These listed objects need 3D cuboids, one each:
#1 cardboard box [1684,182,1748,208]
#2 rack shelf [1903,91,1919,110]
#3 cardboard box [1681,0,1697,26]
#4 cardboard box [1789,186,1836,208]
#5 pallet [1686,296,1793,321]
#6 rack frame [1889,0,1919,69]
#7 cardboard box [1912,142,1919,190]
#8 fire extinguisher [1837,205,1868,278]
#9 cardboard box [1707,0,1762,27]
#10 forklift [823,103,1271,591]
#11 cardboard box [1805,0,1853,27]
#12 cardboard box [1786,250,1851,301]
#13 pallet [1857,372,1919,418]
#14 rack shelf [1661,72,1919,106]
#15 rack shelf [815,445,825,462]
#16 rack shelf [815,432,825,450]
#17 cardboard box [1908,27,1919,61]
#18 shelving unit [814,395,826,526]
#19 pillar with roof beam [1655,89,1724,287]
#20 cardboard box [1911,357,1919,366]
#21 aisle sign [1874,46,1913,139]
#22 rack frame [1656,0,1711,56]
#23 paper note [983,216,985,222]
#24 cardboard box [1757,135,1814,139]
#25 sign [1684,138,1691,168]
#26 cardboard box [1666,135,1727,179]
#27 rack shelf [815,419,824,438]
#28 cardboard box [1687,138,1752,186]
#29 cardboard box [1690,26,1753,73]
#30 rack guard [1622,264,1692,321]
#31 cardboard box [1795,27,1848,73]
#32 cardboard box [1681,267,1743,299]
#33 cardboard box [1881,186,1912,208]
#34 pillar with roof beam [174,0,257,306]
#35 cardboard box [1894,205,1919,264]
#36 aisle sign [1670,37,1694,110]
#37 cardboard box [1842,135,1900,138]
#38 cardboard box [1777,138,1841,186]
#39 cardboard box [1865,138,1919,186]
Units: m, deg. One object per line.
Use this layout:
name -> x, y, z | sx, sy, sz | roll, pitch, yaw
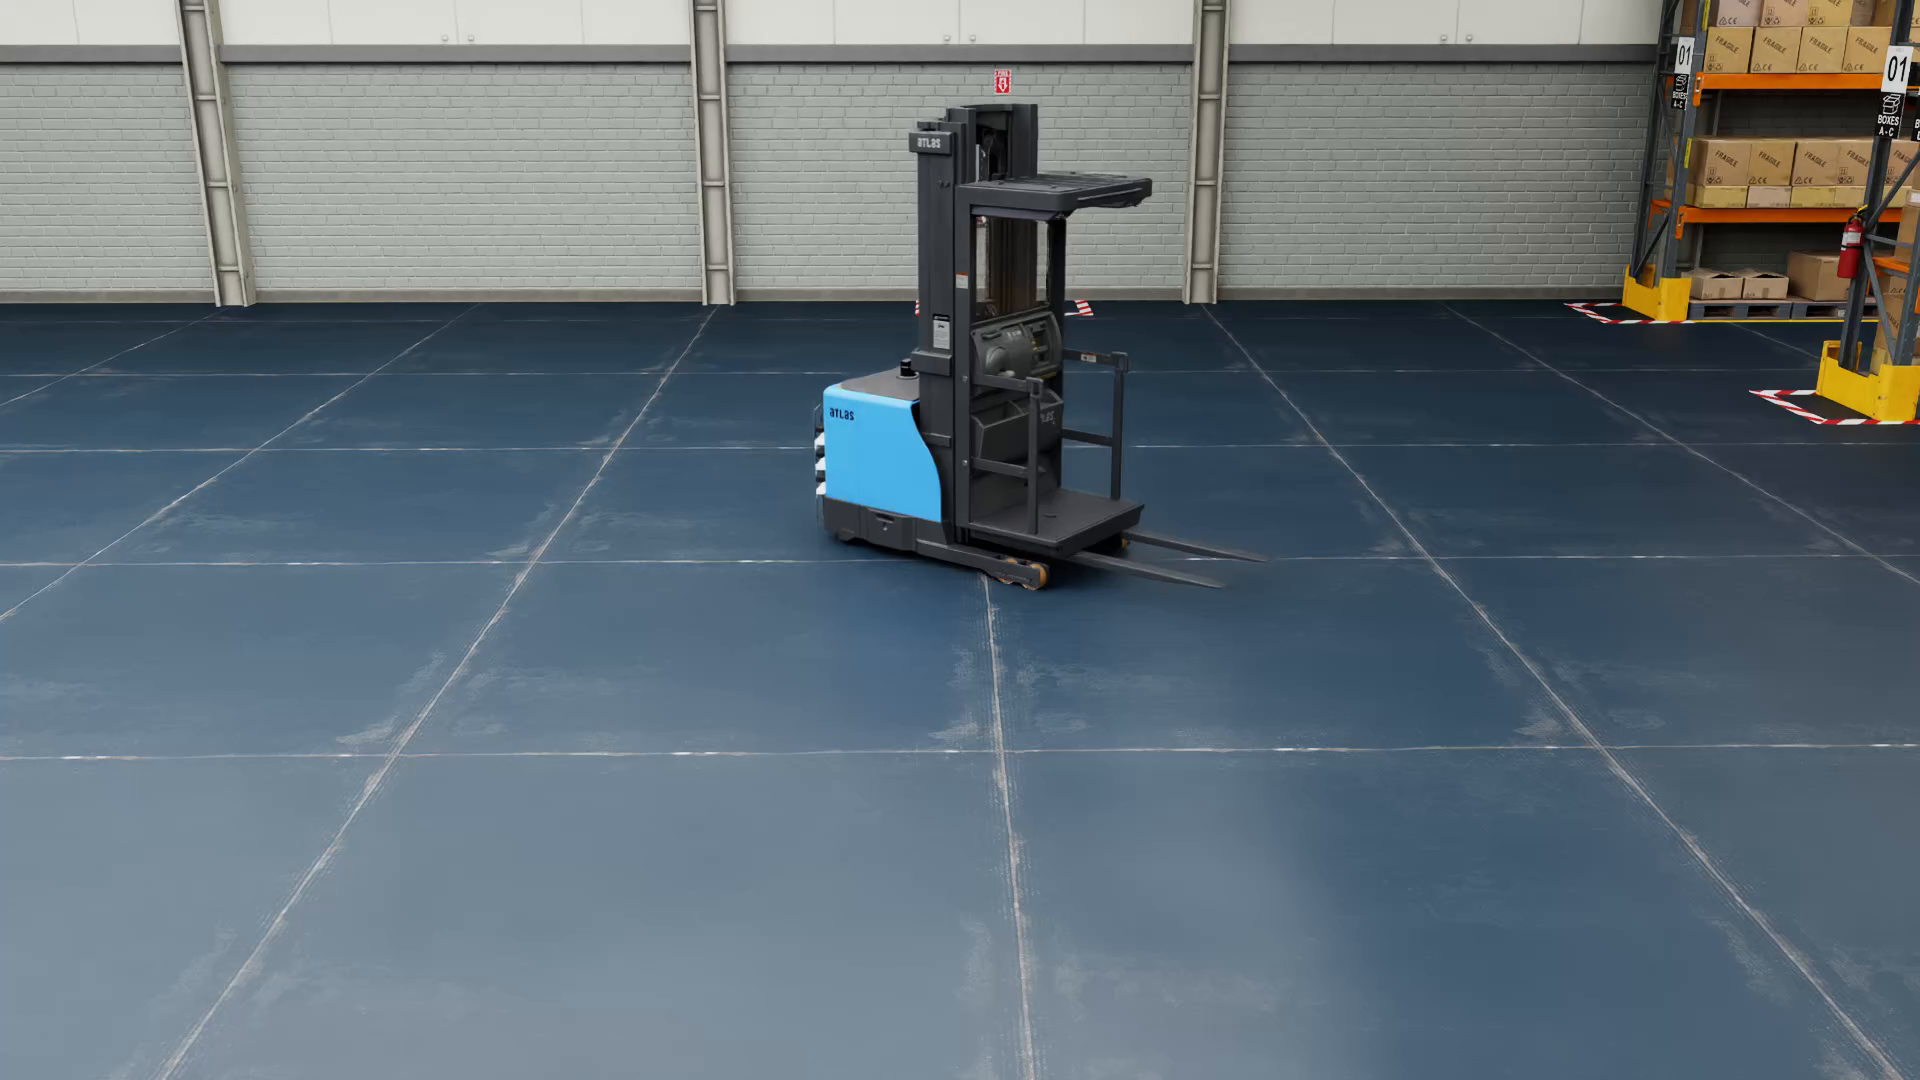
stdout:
cardboard box -> 8.806, -4.024, 19.394 | 0.500, 0.250, 0.500 | -1, 18, -2
rack shelf -> 10.395, -3.763, 14.635 | 4.000, 0.370, 1.077 | 0, 18, -1
cardboard box -> 8.740, -6.224, 19.295 | 0.500, 0.500, 0.500 | 1, 18, 2
cardboard box -> 9.835, -4.032, 19.418 | 0.500, 0.250, 0.500 | -1, 18, -2
pallet -> 9.202, -2.846, 20.075 | 1.213, 0.211, 1.003 | 0, 18, -1
rack frame -> 8.395, -5.524, 14.037 | 0.127, 3.000, 1.000 | 0, 18, -1
cardboard box -> 8.915, -3.332, 14.735 | 0.500, 0.500, 0.700 | 0, 18, -1
fire extinguisher -> 8.270, -2.772, 15.405 | 0.183, 0.674, 0.296 | 0, 18, -1
cardboard box -> 8.703, -6.070, 18.815 | 0.500, 0.500, 0.500 | -2, 18, -5
forklift -> 0.541, -1.258, 10.672 | 3.031, 2.935, 1.130 | 13, 22, 35
cardboard box -> 9.717, -6.063, 18.792 | 0.500, 0.500, 0.500 | 0, 18, 1
cardboard box -> 10.311, -3.167, 19.881 | 0.500, 0.500, 0.700 | -1, 18, -4
pallet -> 9.159, -1.356, 15.430 | 1.213, 0.211, 1.003 | 0, 18, -1
rack shelf -> 10.313, -5.276, 19.351 | 4.000, 0.370, 1.077 | 0, 18, -1
rack shelf -> -0.902, -0.614, 11.800 | 0.200, 0.077, 0.258 | 2, 18, 7
rack shelf -> -0.902, -0.700, 11.773 | 0.200, 0.077, 0.258 | 2, 18, 7
cardboard box -> 10.753, -5.595, 18.970 | 0.500, 0.500, 0.500 | -1, 18, -3
shelving unit -> -0.902, -0.560, 11.817 | 0.210, 0.900, 0.258 | 2, 18, 7
pillar with roof beam -> 9.068, -5.990, 15.488 | 0.400, 9.000, 9.100 | 0, 18, -1
cardboard box -> 8.935, -1.493, 15.105 | 0.500, 0.250, 0.500 | 0, 18, -1
aisle sign -> 8.325, -3.995, 14.835 | 0.004, 0.787, 0.394 | 0, 18, -1
rack frame -> 8.313, -7.037, 18.753 | 0.127, 3.000, 1.000 | 0, 18, -1
paper note -> 0.351, -4.020, 20.610 | 0.142, 0.148, 0.016 | 0, 18, -1
cardboard box -> 9.802, -4.546, 19.794 | 0.500, 0.500, 0.500 | -1, 18, -2
sign -> 8.322, -4.427, 19.020 | 0.005, 0.325, 0.100 | 0, 18, -1
cardboard box -> 8.781, -4.543, 19.784 | 0.500, 0.500, 0.500 | 0, 18, -1
rack shelf -> -0.901, -0.786, 11.747 | 0.200, 0.077, 0.258 | 2, 18, 7
cardboard box -> 8.796, -4.386, 19.296 | 0.500, 0.500, 0.500 | 0, 18, -1
cardboard box -> 8.652, -5.591, 18.960 | 0.500, 0.500, 0.500 | 0, 18, 1
rack guard -> 8.389, -2.991, 20.052 | 0.348, 0.500, 1.175 | 0, 18, -1
cardboard box -> 9.708, -5.587, 18.945 | 0.500, 0.500, 0.500 | 1, 18, 2
cardboard box -> 9.007, -3.086, 19.938 | 0.500, 0.311, 0.500 | -2, 18, -7
cardboard box -> 10.843, -4.036, 19.432 | 0.500, 0.250, 0.500 | 0, 18, -1
pillar with roof beam -> -8.930, -5.903, 15.218 | 0.400, 9.000, 9.100 | 0, 18, -1
cardboard box -> 8.862, -2.714, 14.933 | 0.500, 0.500, 0.700 | 0, 18, -1
aisle sign -> 8.246, -5.327, 18.986 | 0.004, 0.787, 0.394 | 0, 18, -1
cardboard box -> 10.824, -4.555, 19.820 | 0.500, 0.500, 0.500 | 0, 18, 1
cardboard box -> 9.807, -4.386, 19.295 | 0.500, 0.500, 0.500 | -1, 18, -3
cardboard box -> 10.842, -4.395, 19.323 | 0.500, 0.500, 0.500 | -1, 18, -2
